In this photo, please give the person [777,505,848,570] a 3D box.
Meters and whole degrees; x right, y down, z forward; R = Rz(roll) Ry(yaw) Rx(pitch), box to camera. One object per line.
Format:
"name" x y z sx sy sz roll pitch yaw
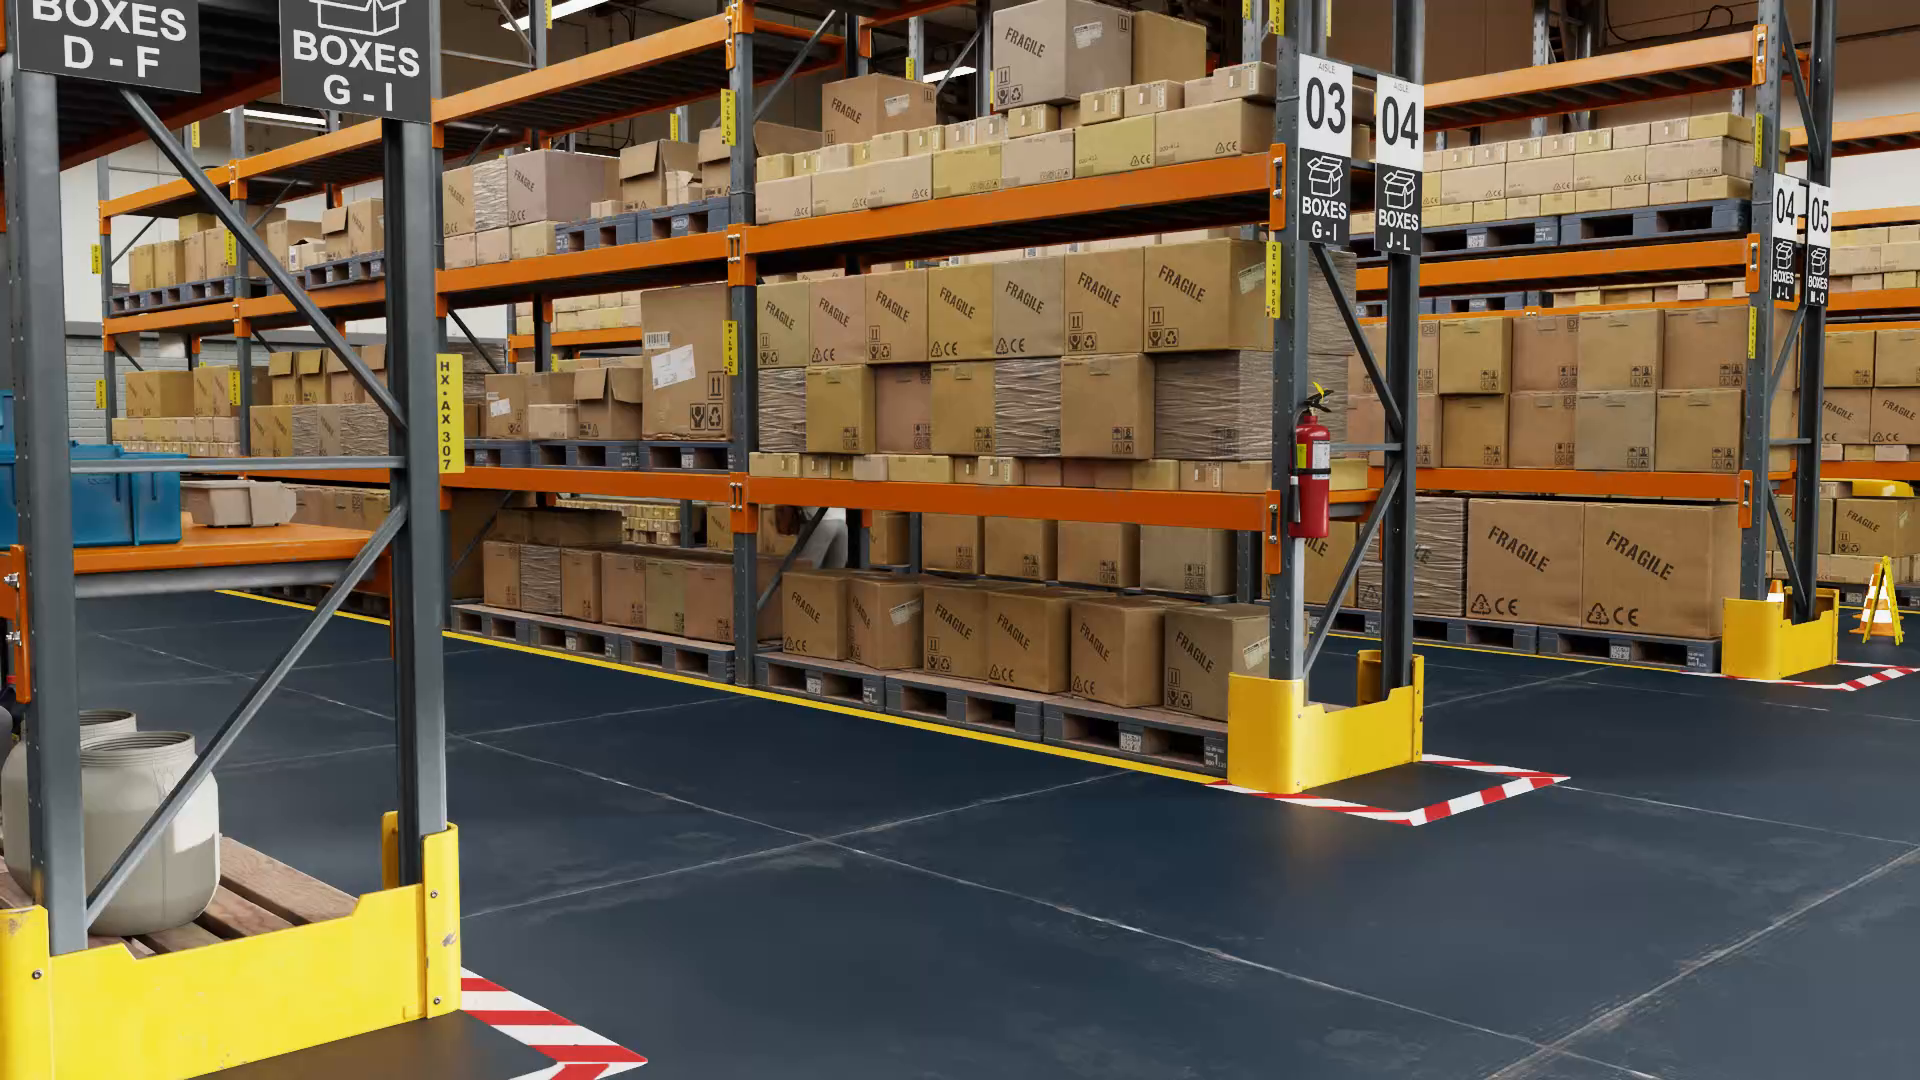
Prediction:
"person" -1.107 -0.121 12.675 0.597 1.738 0.485 4 5 43
